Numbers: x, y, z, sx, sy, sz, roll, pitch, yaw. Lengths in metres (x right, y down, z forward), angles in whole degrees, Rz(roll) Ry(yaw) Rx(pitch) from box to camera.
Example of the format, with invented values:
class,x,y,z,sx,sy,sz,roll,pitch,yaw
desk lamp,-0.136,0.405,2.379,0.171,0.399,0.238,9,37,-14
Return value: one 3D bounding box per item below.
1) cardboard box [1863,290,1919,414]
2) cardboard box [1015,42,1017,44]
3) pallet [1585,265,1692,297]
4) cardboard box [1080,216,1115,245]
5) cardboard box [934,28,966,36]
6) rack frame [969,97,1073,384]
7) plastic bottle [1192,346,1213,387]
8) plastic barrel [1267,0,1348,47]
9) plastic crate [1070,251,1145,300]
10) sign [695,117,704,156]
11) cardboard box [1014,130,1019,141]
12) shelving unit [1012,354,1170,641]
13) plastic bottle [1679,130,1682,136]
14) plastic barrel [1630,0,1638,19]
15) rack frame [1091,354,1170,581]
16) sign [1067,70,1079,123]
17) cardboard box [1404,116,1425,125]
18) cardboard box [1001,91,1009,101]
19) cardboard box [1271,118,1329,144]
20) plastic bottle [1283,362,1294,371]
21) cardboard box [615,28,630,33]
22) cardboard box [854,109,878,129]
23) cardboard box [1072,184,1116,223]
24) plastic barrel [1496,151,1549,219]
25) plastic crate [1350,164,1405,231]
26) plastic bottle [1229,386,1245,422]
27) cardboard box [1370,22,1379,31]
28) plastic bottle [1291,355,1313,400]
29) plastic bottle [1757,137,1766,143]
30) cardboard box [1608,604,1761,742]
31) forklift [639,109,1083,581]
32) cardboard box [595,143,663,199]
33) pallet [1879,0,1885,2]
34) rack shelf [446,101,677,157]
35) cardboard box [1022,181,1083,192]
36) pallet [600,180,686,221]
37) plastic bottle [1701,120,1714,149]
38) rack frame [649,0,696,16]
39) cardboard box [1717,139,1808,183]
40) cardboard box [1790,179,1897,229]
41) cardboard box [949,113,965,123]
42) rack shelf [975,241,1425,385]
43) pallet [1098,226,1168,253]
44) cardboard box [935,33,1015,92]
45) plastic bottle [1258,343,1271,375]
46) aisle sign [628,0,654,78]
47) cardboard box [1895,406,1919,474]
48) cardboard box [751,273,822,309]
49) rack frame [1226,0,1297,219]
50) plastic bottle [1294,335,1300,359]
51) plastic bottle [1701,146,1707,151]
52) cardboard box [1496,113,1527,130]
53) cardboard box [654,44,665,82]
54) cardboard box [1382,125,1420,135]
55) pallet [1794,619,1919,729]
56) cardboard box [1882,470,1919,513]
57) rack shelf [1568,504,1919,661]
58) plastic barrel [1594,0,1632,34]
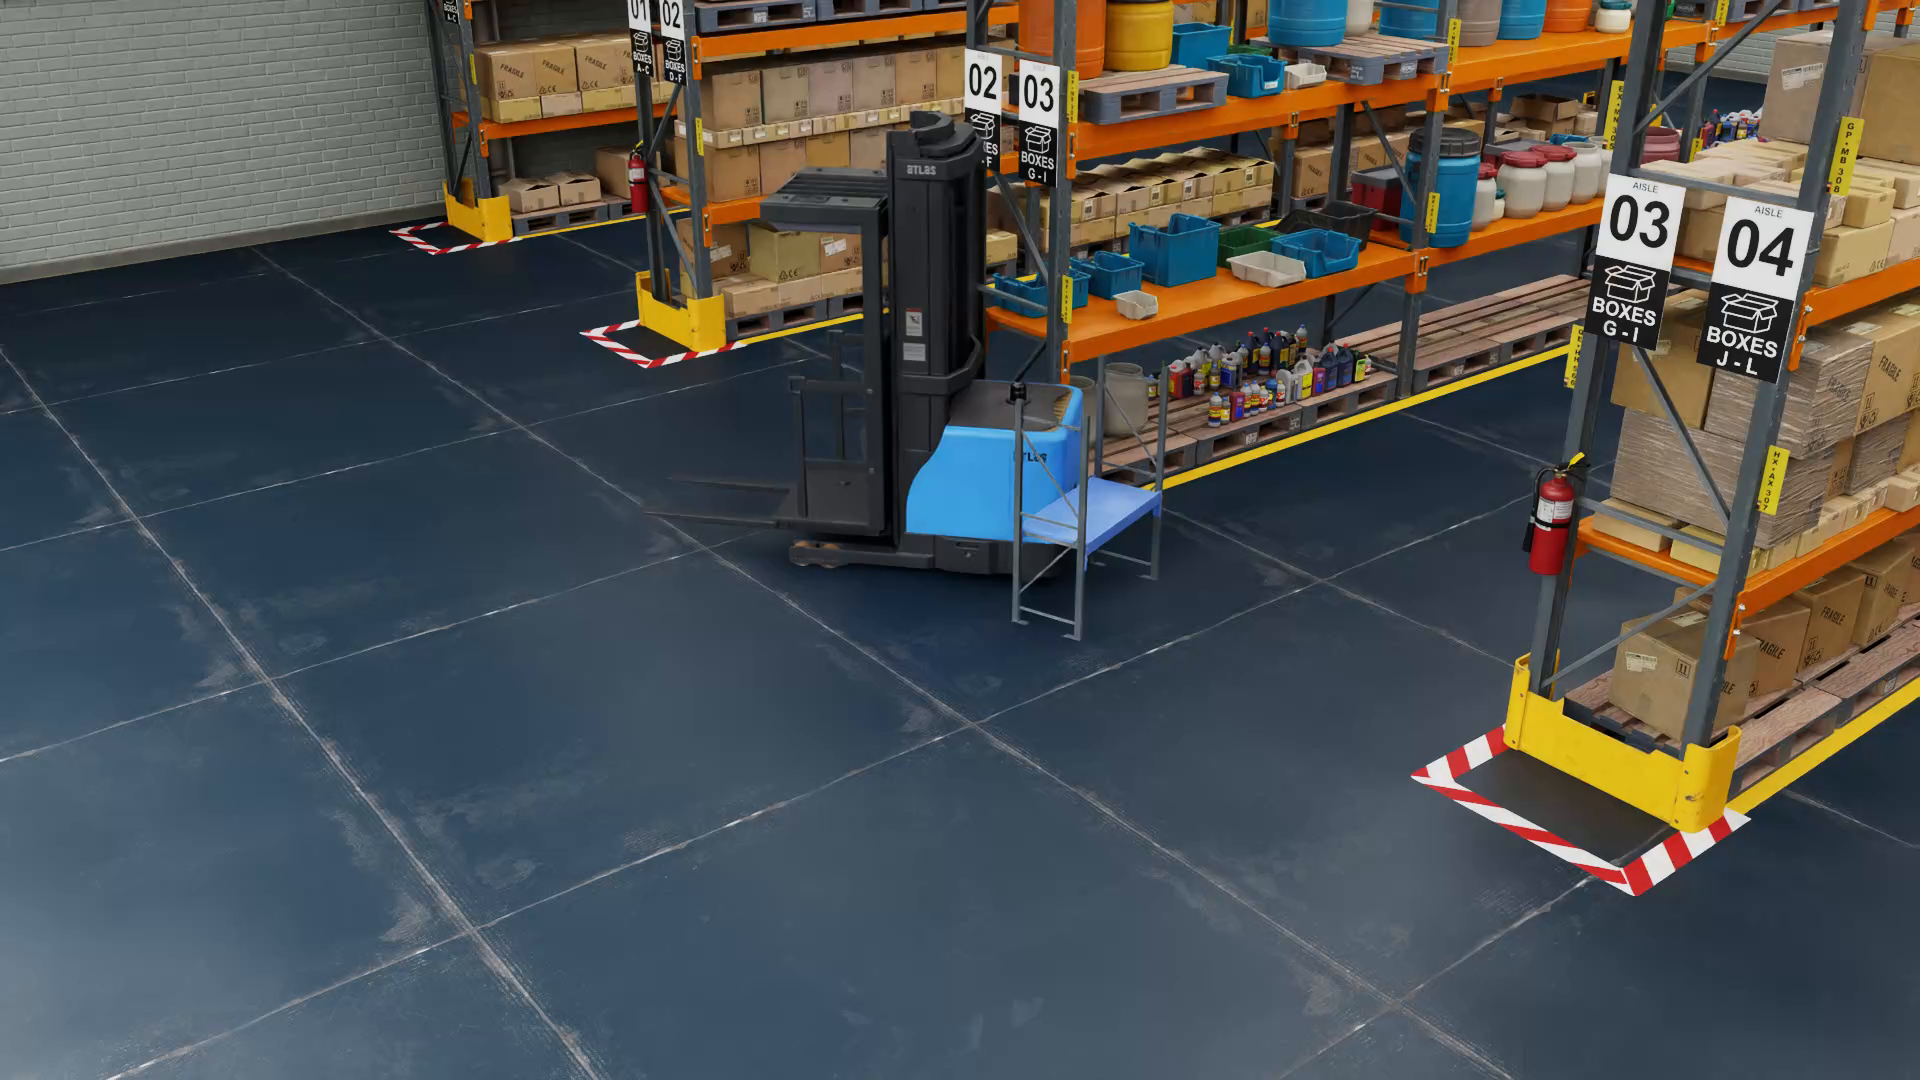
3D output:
class,x,y,z,sx,sy,sz,roll,pitch,yaw
cardboard box,4.845,-1.010,8.703,0.500,0.500,0.500,-18,31,-34
cardboard box,0.982,-6.971,23.481,0.250,0.149,0.380,-19,31,-35
pallet,7.288,-2.738,17.400,1.213,0.211,1.003,-18,31,-34
cardboard box,1.365,-3.486,18.465,0.500,0.250,0.500,-17,30,-33
cardboard box,-0.207,-7.032,22.697,0.500,0.500,0.700,-22,33,-39
rack frame,0.398,-1.707,11.864,0.127,3.000,1.000,-18,31,-34
plastic bottle,2.025,-1.464,13.965,0.185,0.351,0.144,-17,30,-32
plastic barrel,2.696,-4.301,12.797,0.708,0.901,0.600,-18,31,-34
plastic crate,1.121,-2.035,12.748,0.408,0.251,0.499,-18,31,-34
sign,-2.318,-3.592,14.803,0.005,0.325,0.100,-18,31,-34
cardboard box,0.852,-4.462,17.979,0.500,0.250,0.500,-16,29,-31
shelving unit,0.833,-0.290,10.592,0.538,1.500,1.048,16,29,30
plastic bottle,7.568,-4.202,17.477,0.097,0.201,0.097,0,25,0
plastic barrel,6.259,-5.217,15.732,0.421,0.512,0.421,0,25,0
rack frame,1.114,-0.468,10.976,0.500,1.500,0.032,16,29,30
sign,0.734,-2.888,10.836,0.005,0.325,0.100,-18,31,-34
cardboard box,5.843,-5.344,22.149,0.500,0.500,0.500,-18,30,-33
cardboard box,0.410,-4.585,17.178,0.250,0.149,0.380,-18,31,-34
cardboard box,4.272,-5.169,20.881,0.500,0.250,0.500,-17,30,-32
plastic bottle,2.728,-1.344,13.786,0.133,0.283,0.061,-18,31,-34
cardboard box,-3.872,-5.995,20.368,0.500,0.500,0.500,-17,30,-33
cardboard box,-1.004,-4.118,16.170,0.250,0.149,0.380,-18,30,-34
cardboard box,1.368,-3.738,18.343,0.500,0.311,0.500,-19,31,-35
plastic barrel,5.011,-3.174,14.864,0.433,0.535,0.433,0,25,0
plastic crate,3.738,-3.002,14.579,0.583,0.464,0.402,-18,31,-34
plastic bottle,2.206,-1.094,13.249,0.133,0.283,0.061,-18,30,-33
cardboard box,5.435,-6.222,20.976,0.700,0.500,0.500,18,30,33
plastic bottle,2.811,-1.347,13.713,0.185,0.351,0.144,-18,31,-34
plastic bottle,8.170,-4.022,16.992,0.133,0.283,0.061,-18,31,-34
cardboard box,3.956,0.721,9.104,0.500,0.500,0.500,-12,28,-25
forklift,-0.706,-1.346,11.169,3.031,2.935,1.130,5,25,10
cardboard box,-4.059,-4.526,20.386,0.500,0.500,0.700,-21,32,-37
pallet,9.284,-5.863,17.480,1.003,0.211,1.213,-18,31,-34
rack shelf,-4.142,-5.182,20.206,4.000,0.370,1.077,-18,31,-34
cardboard box,1.039,-3.923,18.740,0.500,0.311,0.500,-17,30,-33
pallet,-4.035,-4.258,20.674,1.213,0.211,1.003,-18,31,-34
plastic bottle,7.882,-4.275,17.538,0.133,0.283,0.061,-18,31,-34
rack frame,-2.656,-6.070,14.139,0.127,3.000,1.000,-18,31,-34
cardboard box,4.088,-1.924,8.474,0.250,0.149,0.380,-18,30,-34
cardboard box,4.077,-1.569,7.710,0.250,0.149,0.380,-17,30,-33
cardboard box,-0.265,-4.176,17.067,0.500,0.500,0.700,-19,31,-35
rack shelf,1.971,-1.900,13.135,4.000,0.370,1.077,-18,31,-34
pallet,2.008,-3.646,19.354,1.213,0.211,1.003,-18,31,-34
cardboard box,0.146,-4.904,17.094,0.500,0.500,0.700,-18,30,-34
plastic bottle,2.614,-1.558,14.262,0.097,0.271,0.097,0,25,0
aisle sign,-2.889,-4.608,15.027,0.004,0.787,0.394,-18,31,-34
cardboard box,5.044,-0.791,9.419,0.500,0.500,0.875,-18,31,-34
cardboard box,-1.705,-2.488,16.316,0.500,0.250,0.500,-18,31,-34
rack frame,3.639,-5.427,19.879,0.127,3.000,1.000,-18,31,-34
plastic bottle,2.944,-1.712,14.677,0.097,0.201,0.097,0,25,0
plastic bottle,7.341,-3.753,16.426,0.097,0.271,0.097,0,25,0
cardboard box,7.651,-5.882,23.533,0.500,0.311,0.500,-18,31,-34
cardboard box,-3.541,-5.825,20.001,0.500,0.500,0.500,-19,31,-35
cardboard box,5.787,-5.052,21.520,0.500,0.500,0.500,-18,30,-33
pallet,5.134,0.665,10.067,1.213,0.211,1.003,-18,31,-34
cardboard box,5.066,-0.304,9.141,0.250,0.149,0.380,-18,31,-34
rack shelf,5.028,-0.259,9.599,4.000,0.370,1.077,-18,31,-34
plastic barrel,5.836,-4.675,14.861,0.301,0.262,0.301,0,25,0
